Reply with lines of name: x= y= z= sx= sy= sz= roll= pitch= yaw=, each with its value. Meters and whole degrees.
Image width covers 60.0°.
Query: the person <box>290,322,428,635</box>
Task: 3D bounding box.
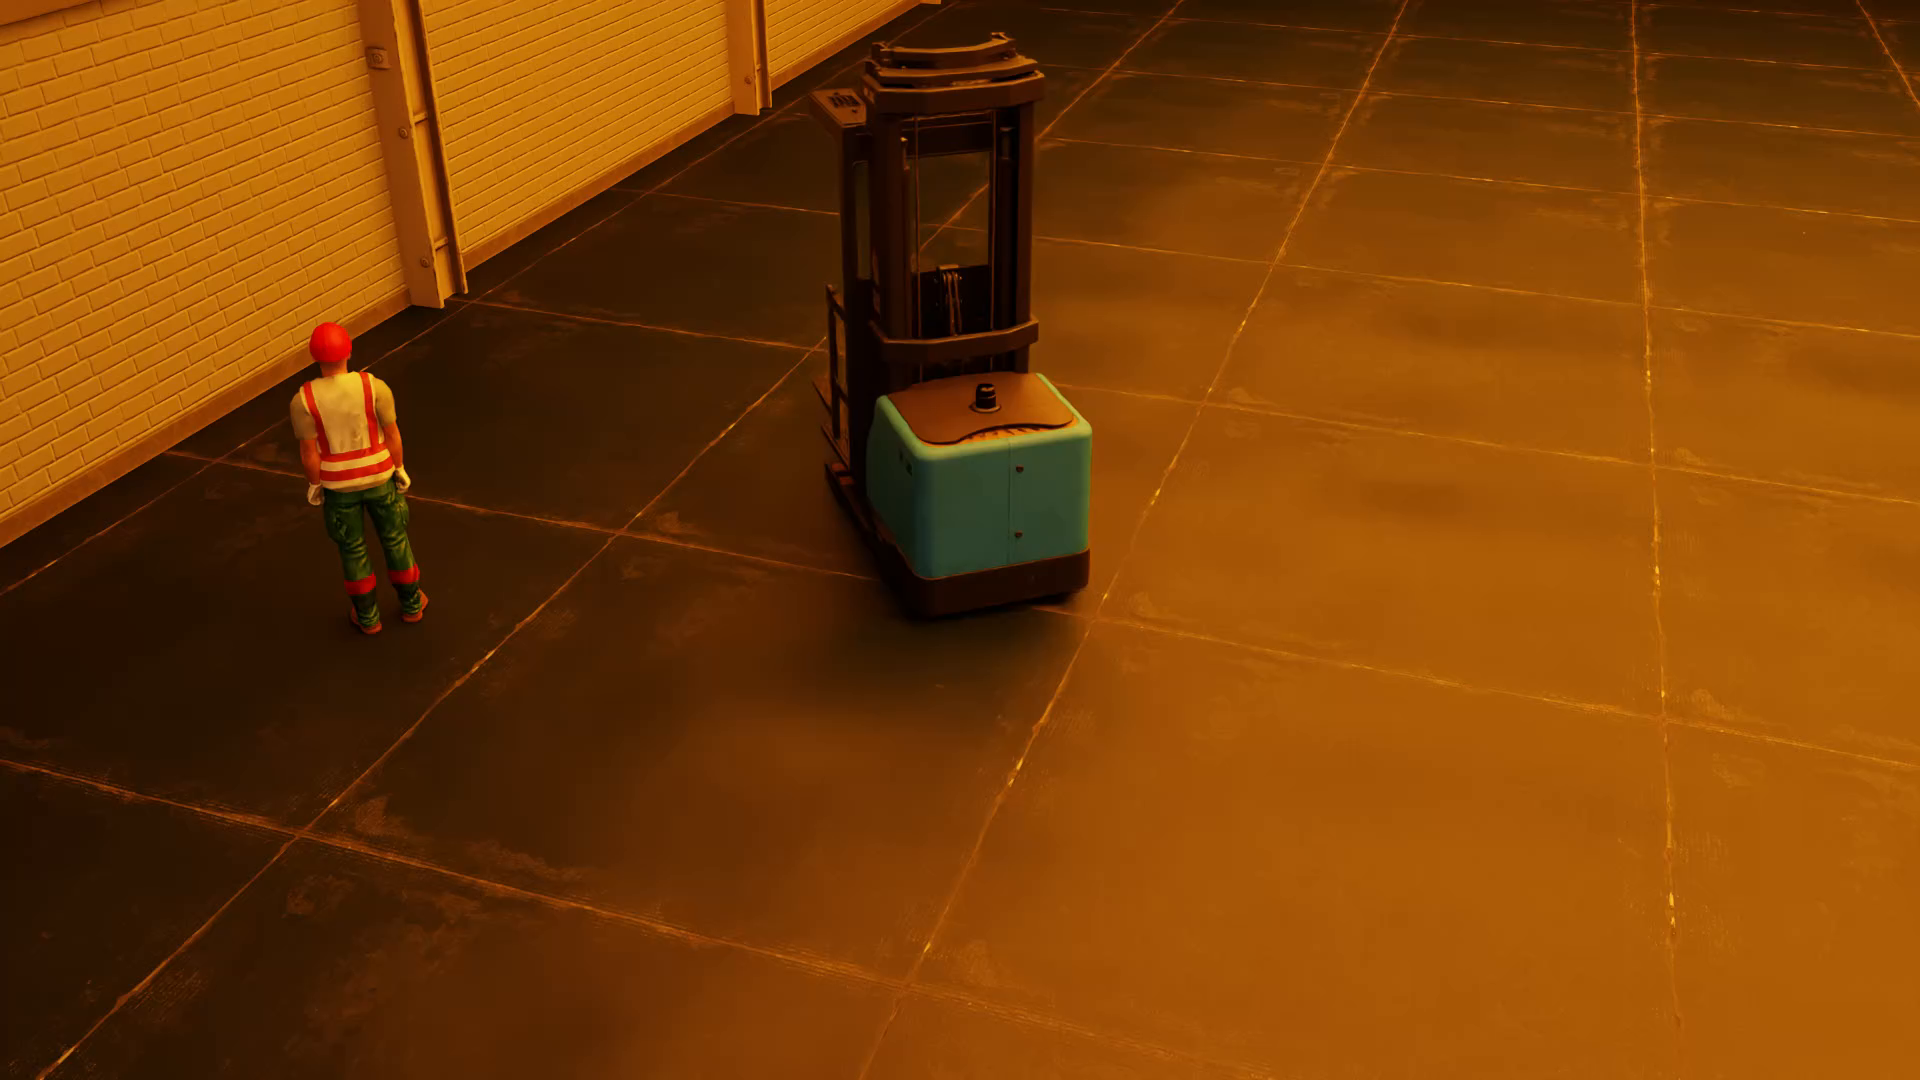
person: x=-3.218 y=-0.330 z=8.869 sx=0.525 sy=1.796 sz=0.366 roll=-13 pitch=32 yaw=-22

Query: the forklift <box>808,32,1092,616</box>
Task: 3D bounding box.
forklift: x=-0.225 y=-1.567 z=9.885 sx=1.130 sy=2.935 sz=3.031 roll=-10 pitch=31 yaw=-16
